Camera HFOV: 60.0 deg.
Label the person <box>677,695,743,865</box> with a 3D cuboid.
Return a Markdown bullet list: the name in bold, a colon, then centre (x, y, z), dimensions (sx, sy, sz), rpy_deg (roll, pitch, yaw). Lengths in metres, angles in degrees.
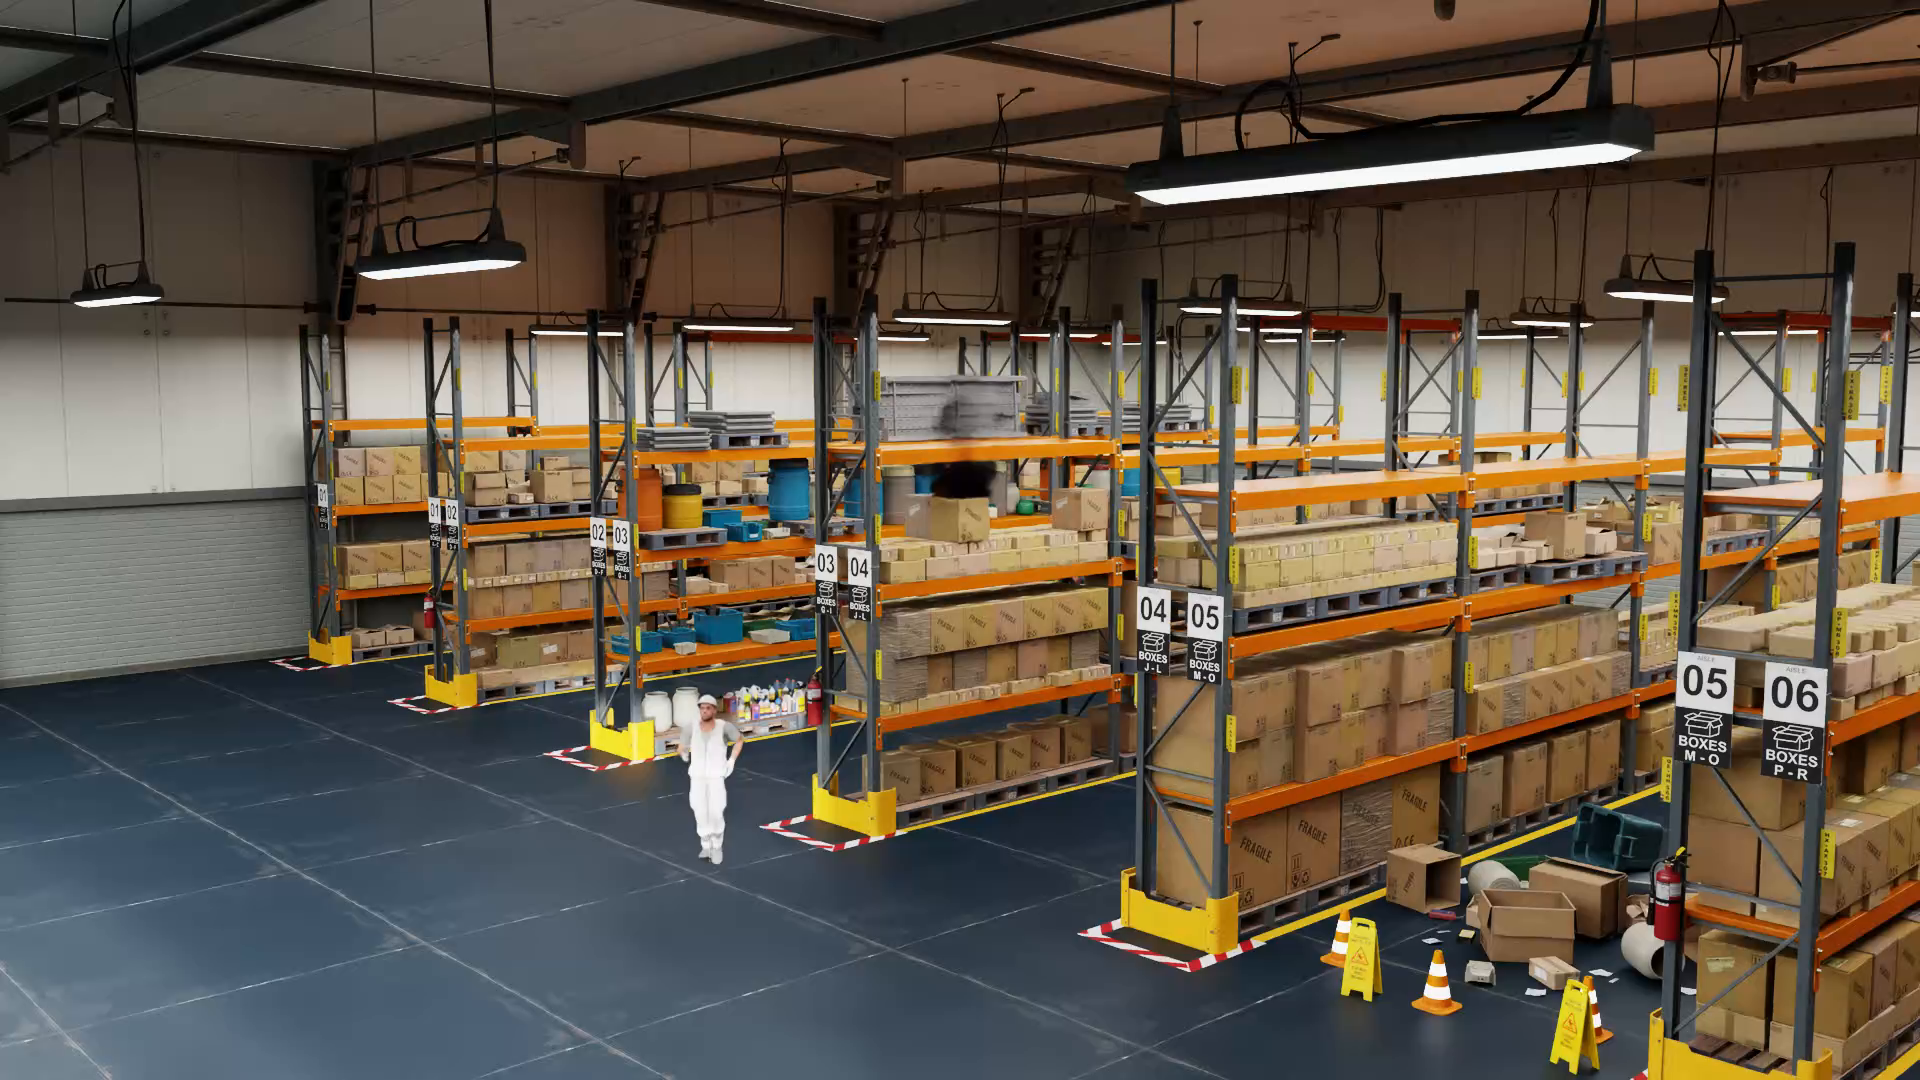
- **person**: centre (-2.657, 2.525, 17.467), dimensions (0.660, 1.798, 0.630), rpy_deg (0, 6, 4)

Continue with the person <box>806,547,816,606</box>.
- **person**: centre (-2.913, 0.890, 34.089), dimensions (0.600, 1.676, 0.892), rpy_deg (4, 7, 32)

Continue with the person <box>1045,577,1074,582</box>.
- **person**: centre (1.895, 1.080, 32.164), dimensions (0.669, 1.679, 0.732), rpy_deg (4, 7, 36)

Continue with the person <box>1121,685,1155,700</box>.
- **person**: centre (2.672, 1.806, 25.008), dimensions (0.541, 1.755, 0.746), rpy_deg (5, 7, 38)
